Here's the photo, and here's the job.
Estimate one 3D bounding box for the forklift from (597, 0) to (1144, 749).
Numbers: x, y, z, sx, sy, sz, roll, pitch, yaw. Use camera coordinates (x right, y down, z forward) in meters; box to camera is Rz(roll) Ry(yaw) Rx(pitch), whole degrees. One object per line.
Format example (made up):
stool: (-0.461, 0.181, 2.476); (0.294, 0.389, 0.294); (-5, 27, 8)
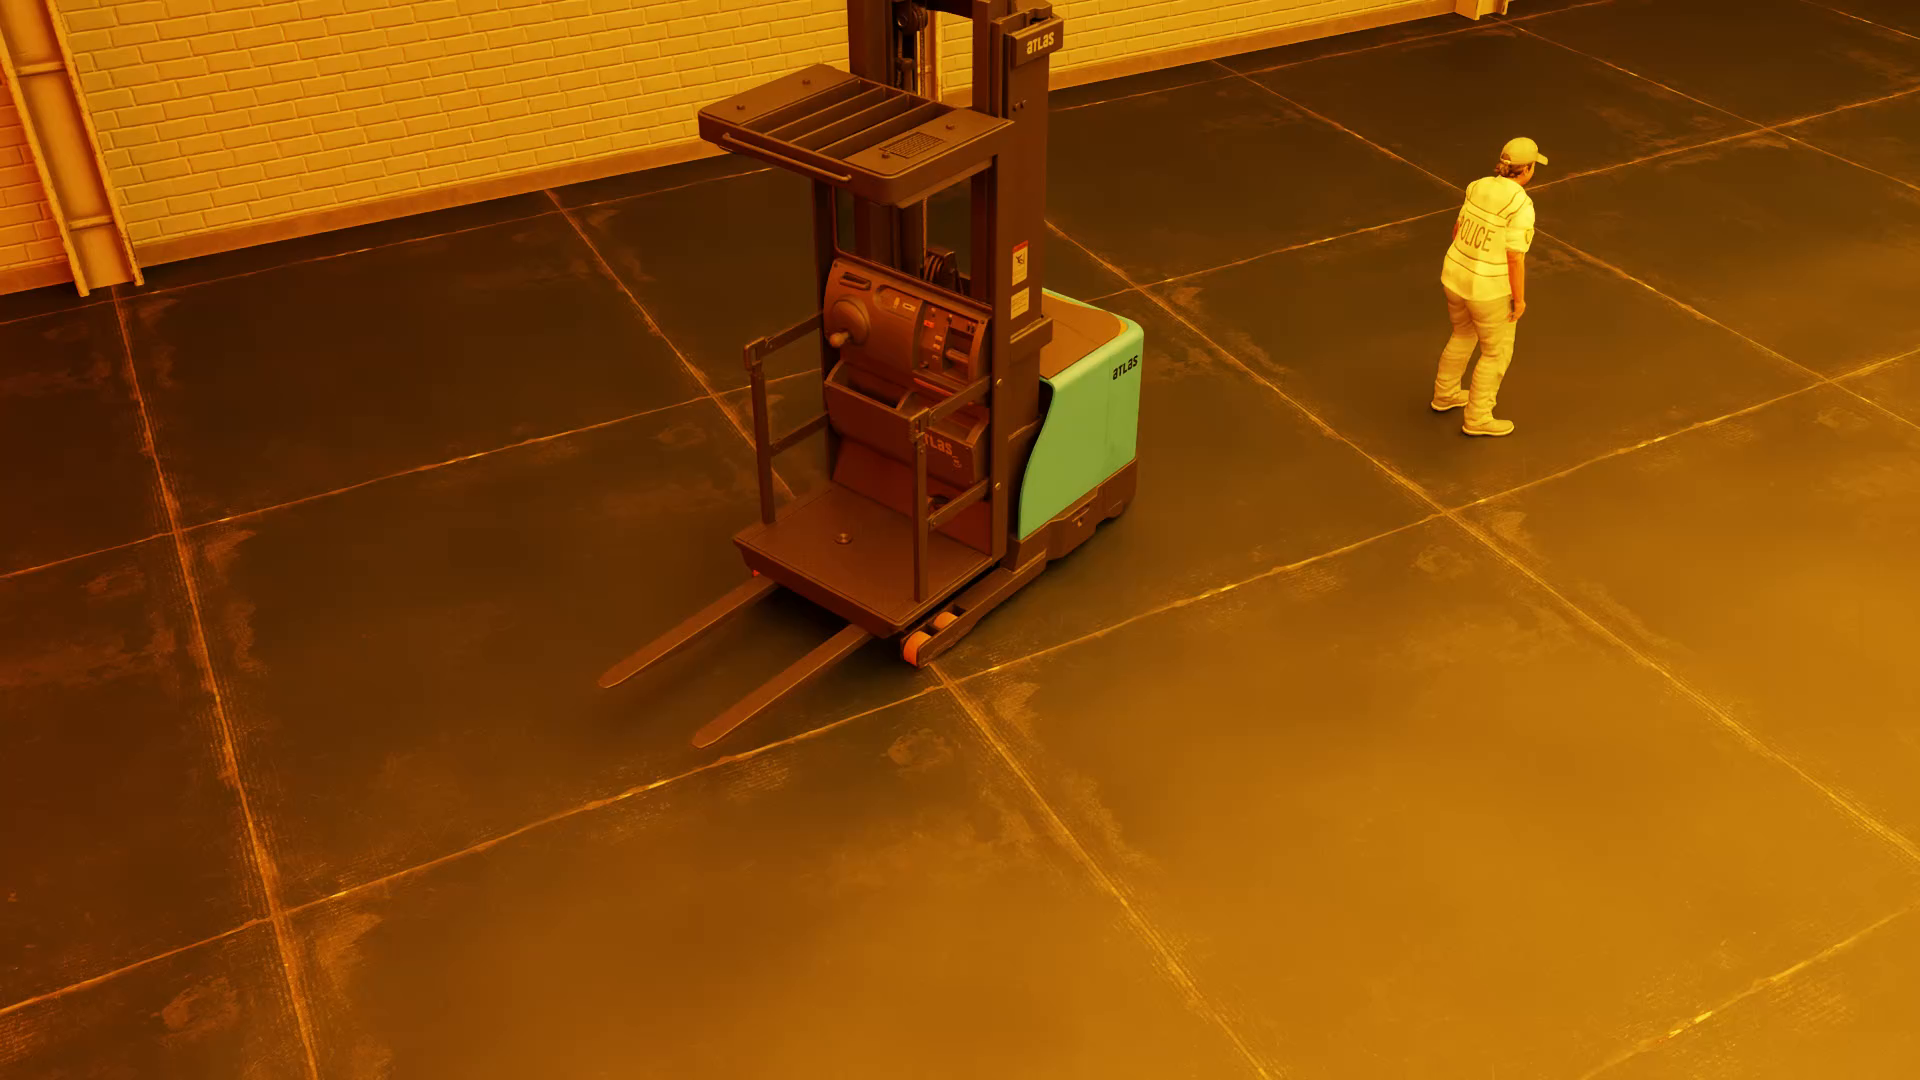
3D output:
forklift: (-0.390, -0.927, 7.434); (1.130, 2.935, 3.031); (26, 43, 31)

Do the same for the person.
person: (2.937, -1.405, 9.209); (0.469, 1.666, 0.564); (-15, 38, -20)
